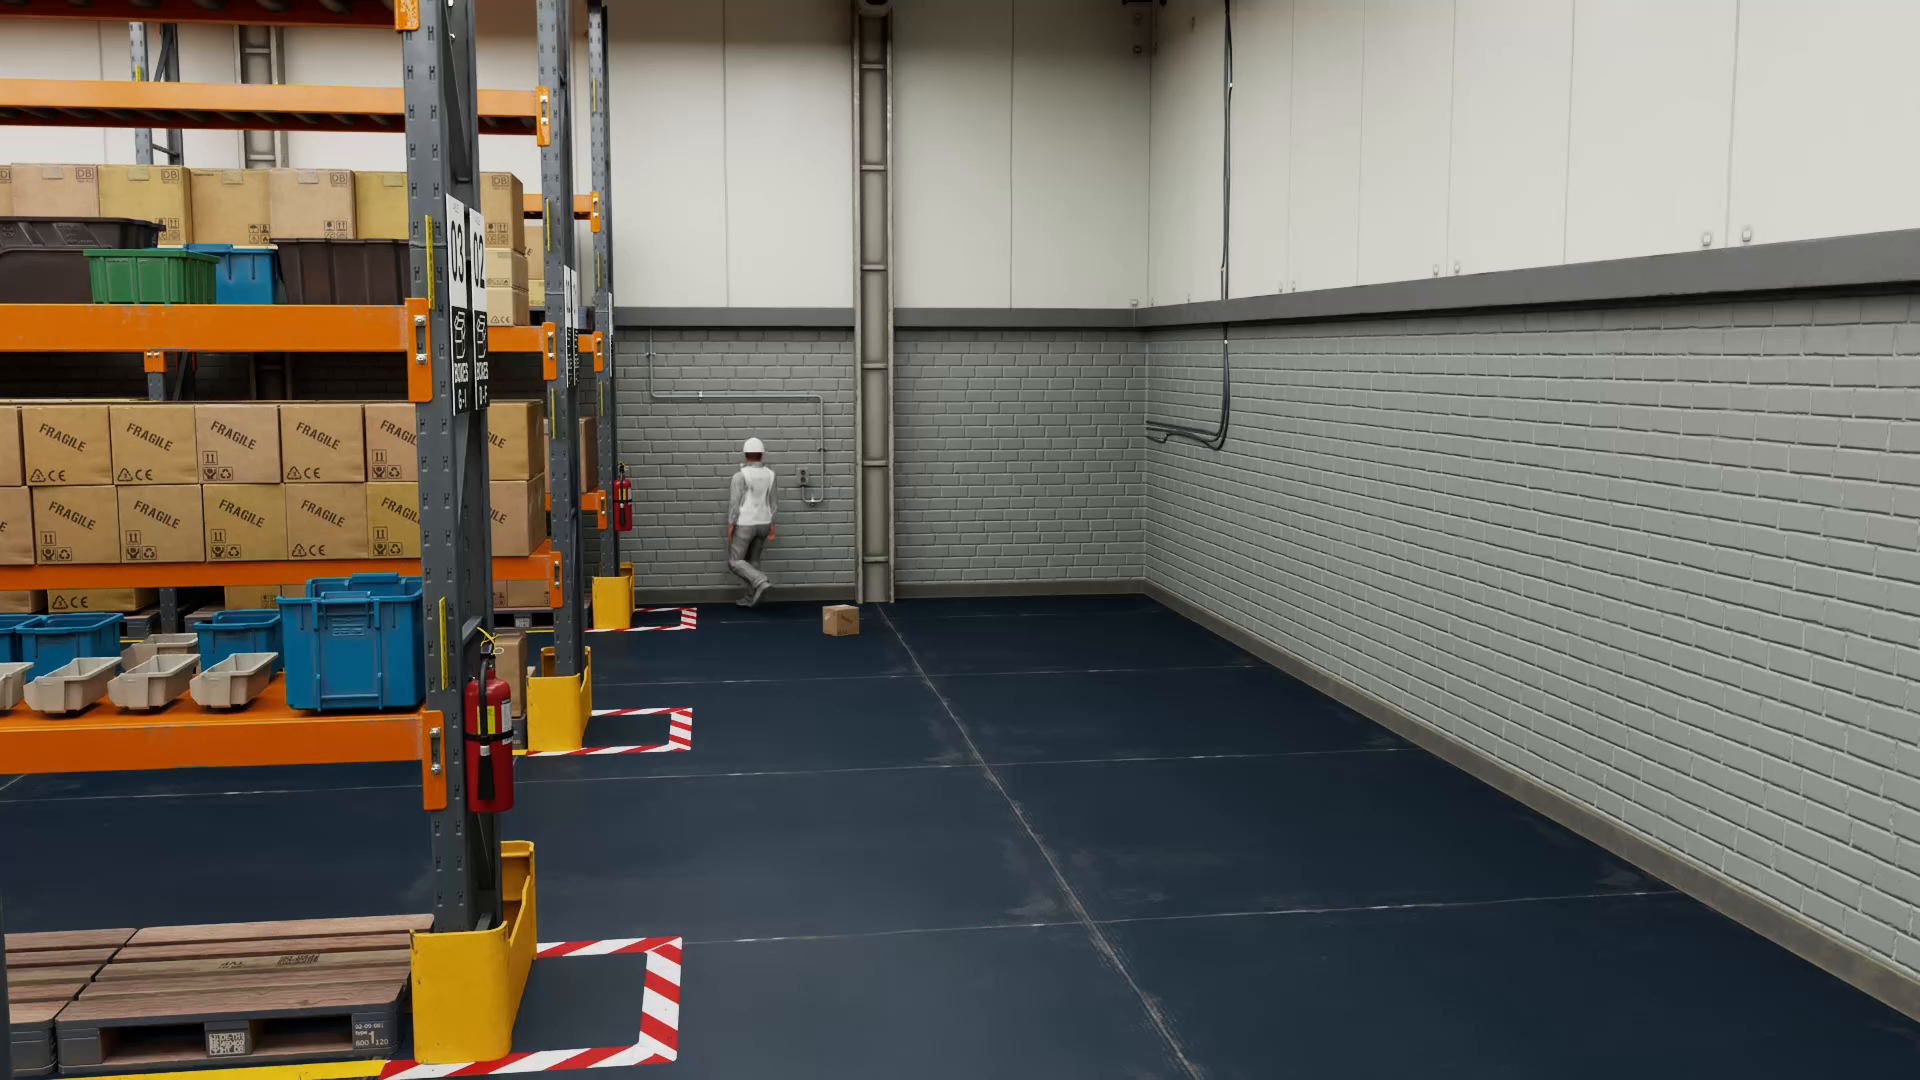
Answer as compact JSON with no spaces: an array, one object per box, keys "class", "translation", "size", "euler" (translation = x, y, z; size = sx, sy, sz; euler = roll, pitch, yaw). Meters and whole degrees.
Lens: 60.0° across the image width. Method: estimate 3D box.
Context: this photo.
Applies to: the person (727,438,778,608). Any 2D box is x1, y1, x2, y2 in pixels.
[{"class":"person","translation":[-2.119,-0.161,16.949],"size":[0.550,1.755,0.740],"euler":[-6,9,-44]}]
